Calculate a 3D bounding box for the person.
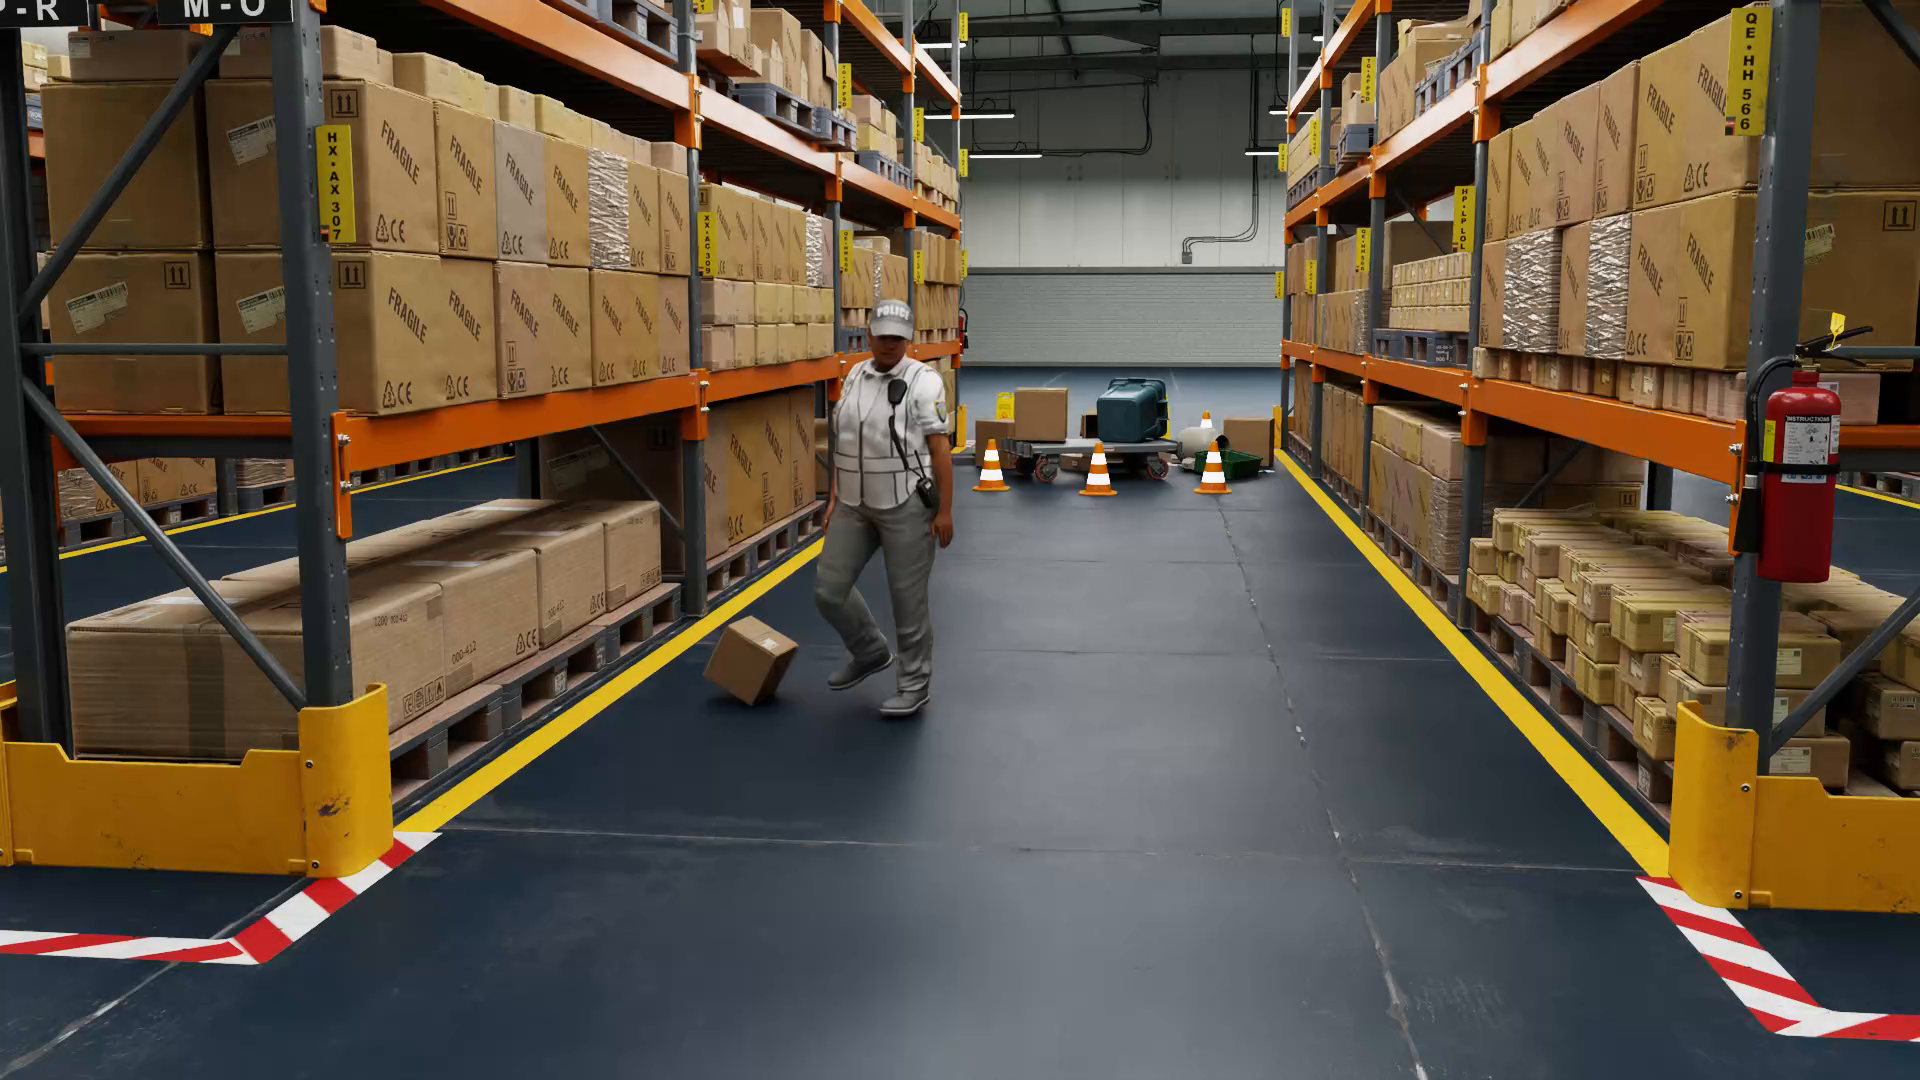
[{"bbox_3d":[-0.316,-0.132,6.654,0.640,1.656,0.463,4,9,30],"label":"person"}]
